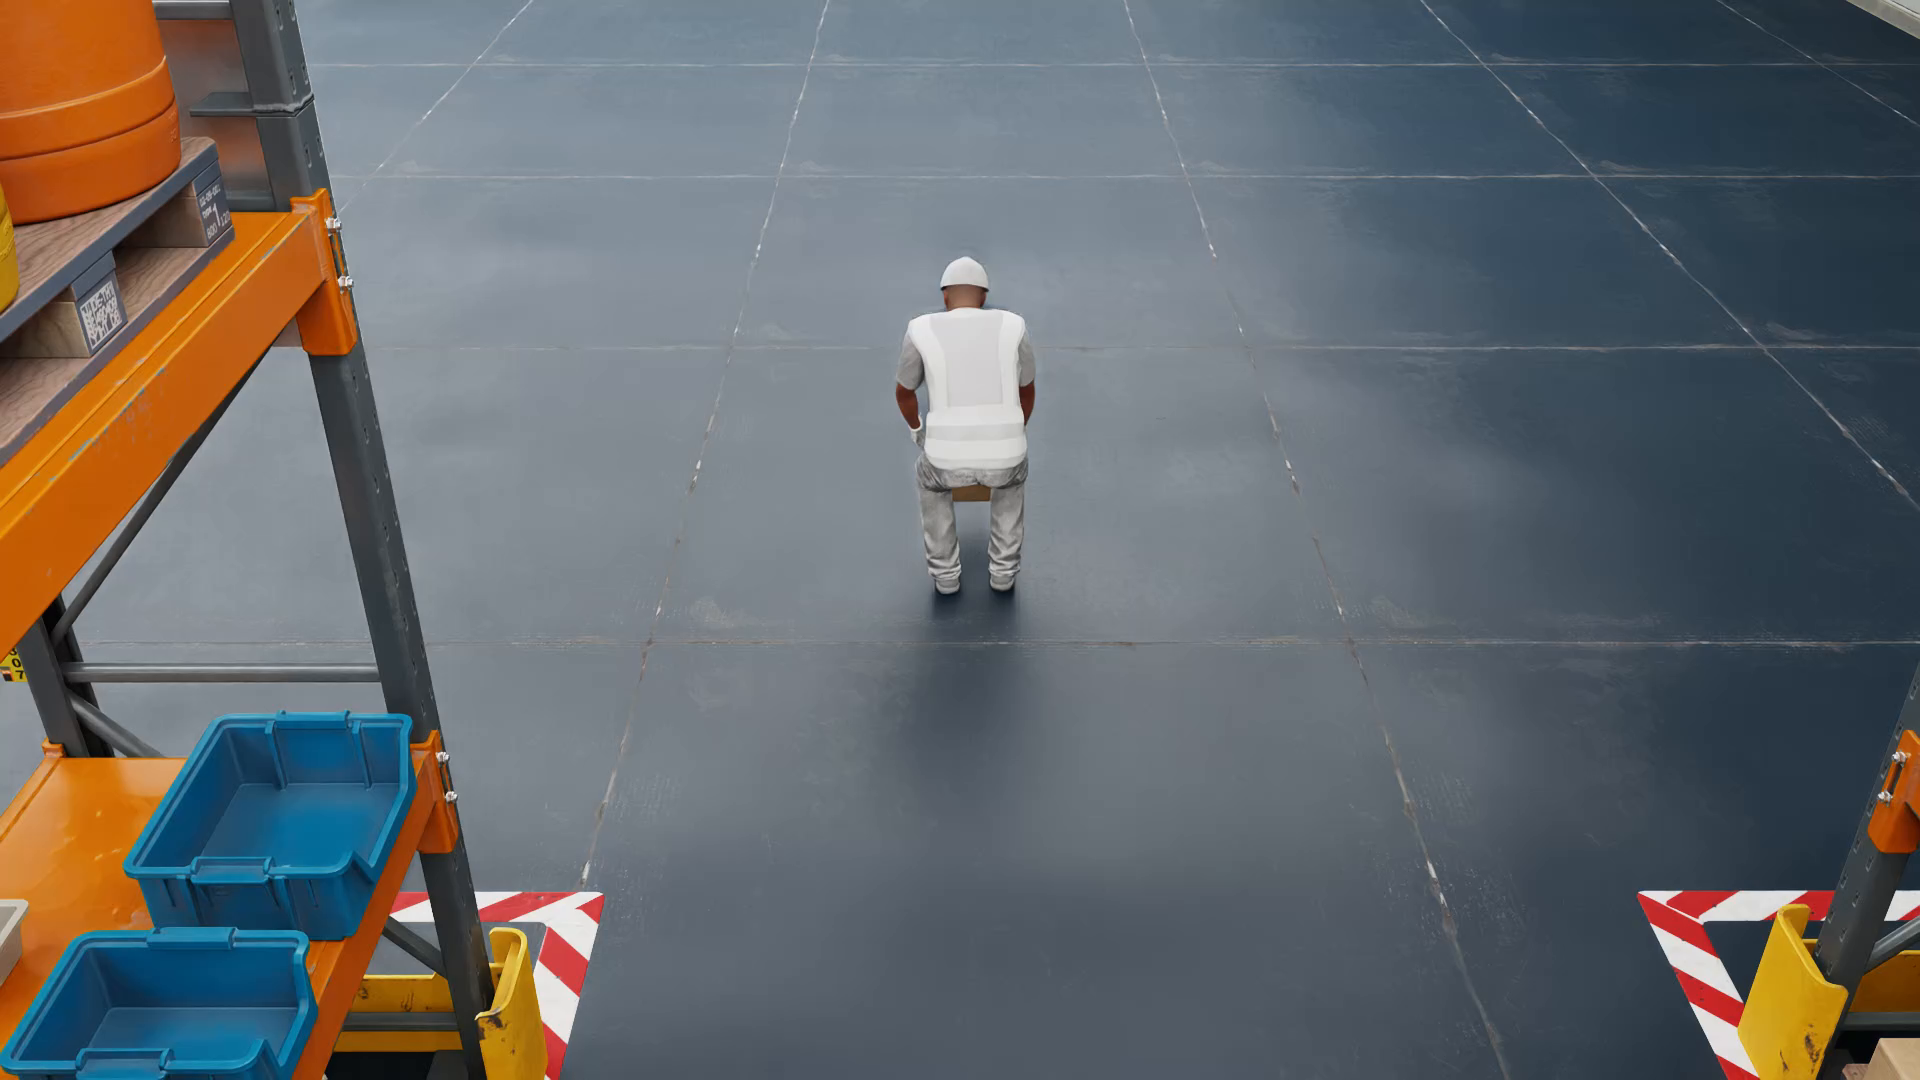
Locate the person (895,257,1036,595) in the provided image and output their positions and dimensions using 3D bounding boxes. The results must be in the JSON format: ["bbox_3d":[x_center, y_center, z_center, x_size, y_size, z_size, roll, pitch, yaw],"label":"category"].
[{"bbox_3d":[0.024,-0.458,7.229,0.610,1.412,0.772,0,31,0],"label":"person"}]
